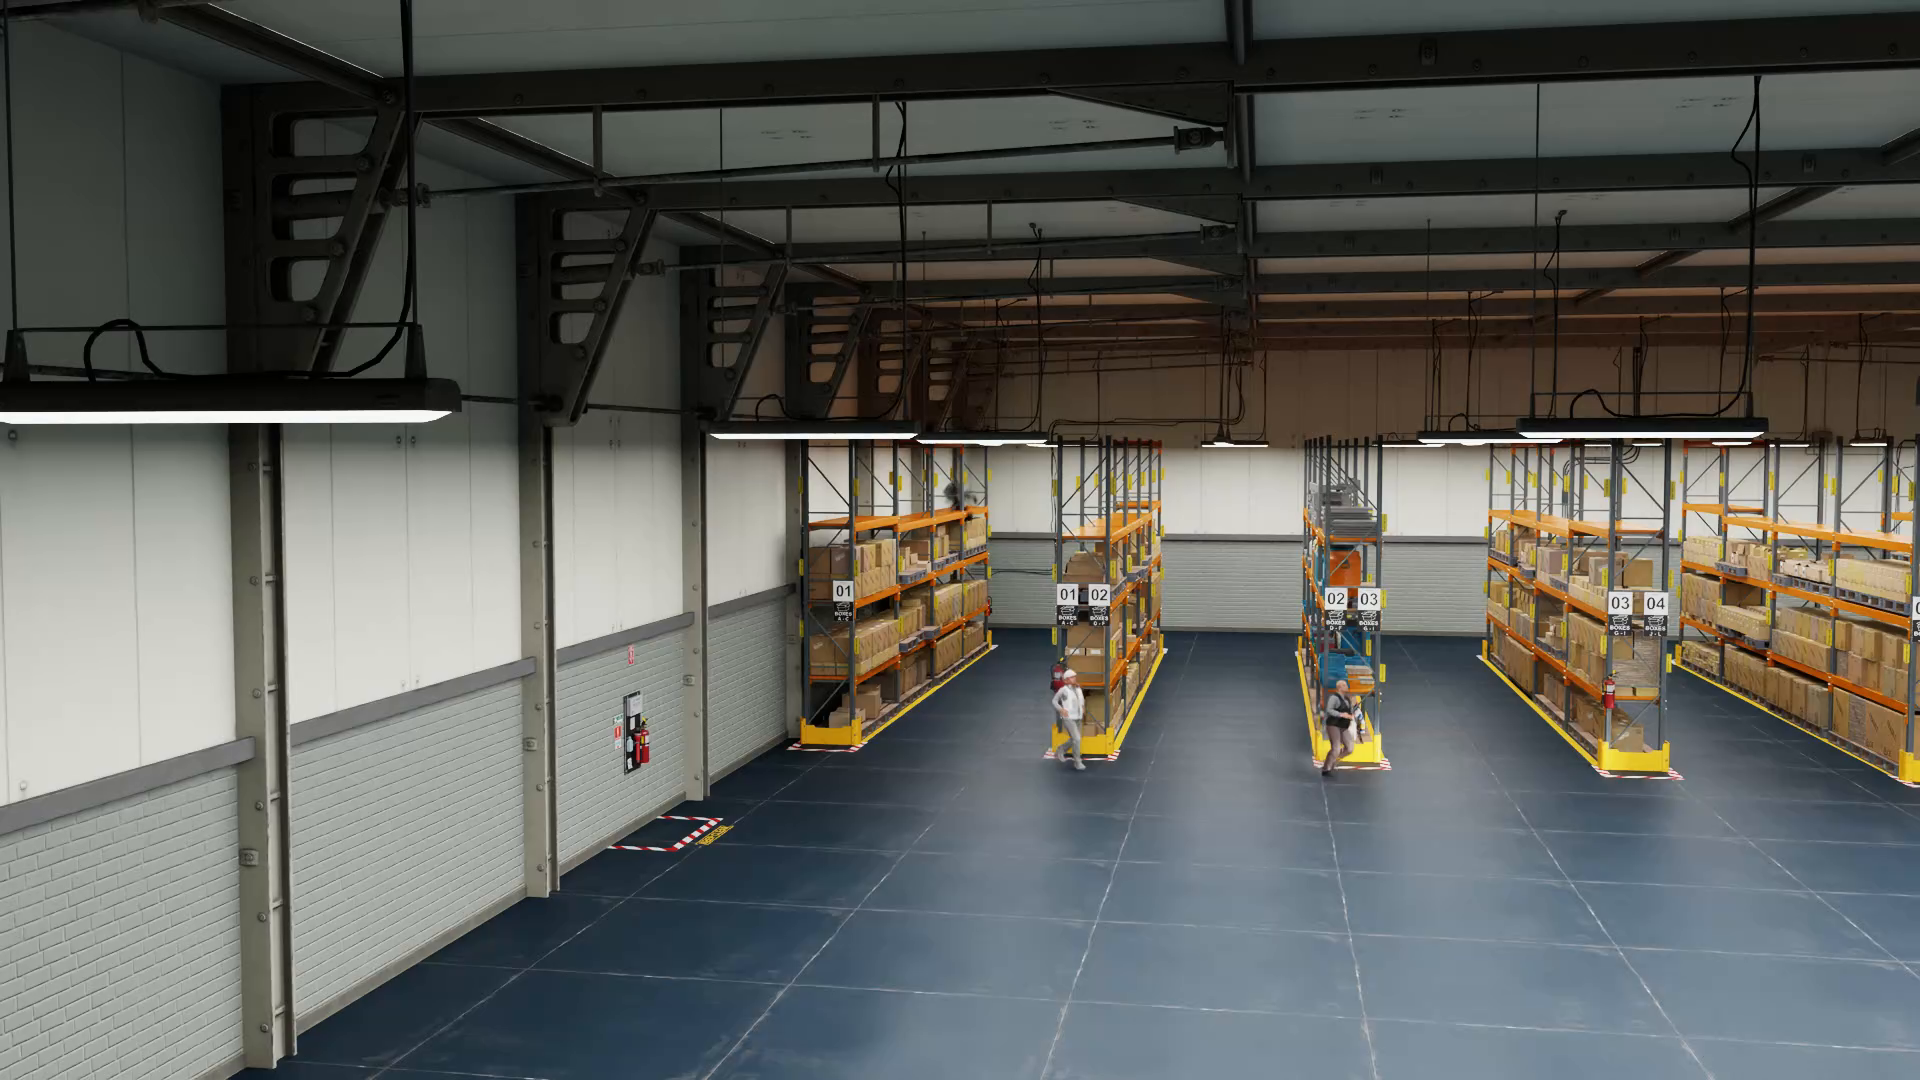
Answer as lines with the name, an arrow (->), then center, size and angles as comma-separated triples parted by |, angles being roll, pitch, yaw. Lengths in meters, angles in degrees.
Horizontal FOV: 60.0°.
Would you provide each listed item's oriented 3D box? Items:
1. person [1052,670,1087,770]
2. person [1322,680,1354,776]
person -> 2.023, 3.237, 30.089 | 0.785, 1.776, 0.674 | 3, 4, 45
person -> 6.714, 3.301, 29.190 | 0.673, 1.671, 0.601 | -3, 4, -40
